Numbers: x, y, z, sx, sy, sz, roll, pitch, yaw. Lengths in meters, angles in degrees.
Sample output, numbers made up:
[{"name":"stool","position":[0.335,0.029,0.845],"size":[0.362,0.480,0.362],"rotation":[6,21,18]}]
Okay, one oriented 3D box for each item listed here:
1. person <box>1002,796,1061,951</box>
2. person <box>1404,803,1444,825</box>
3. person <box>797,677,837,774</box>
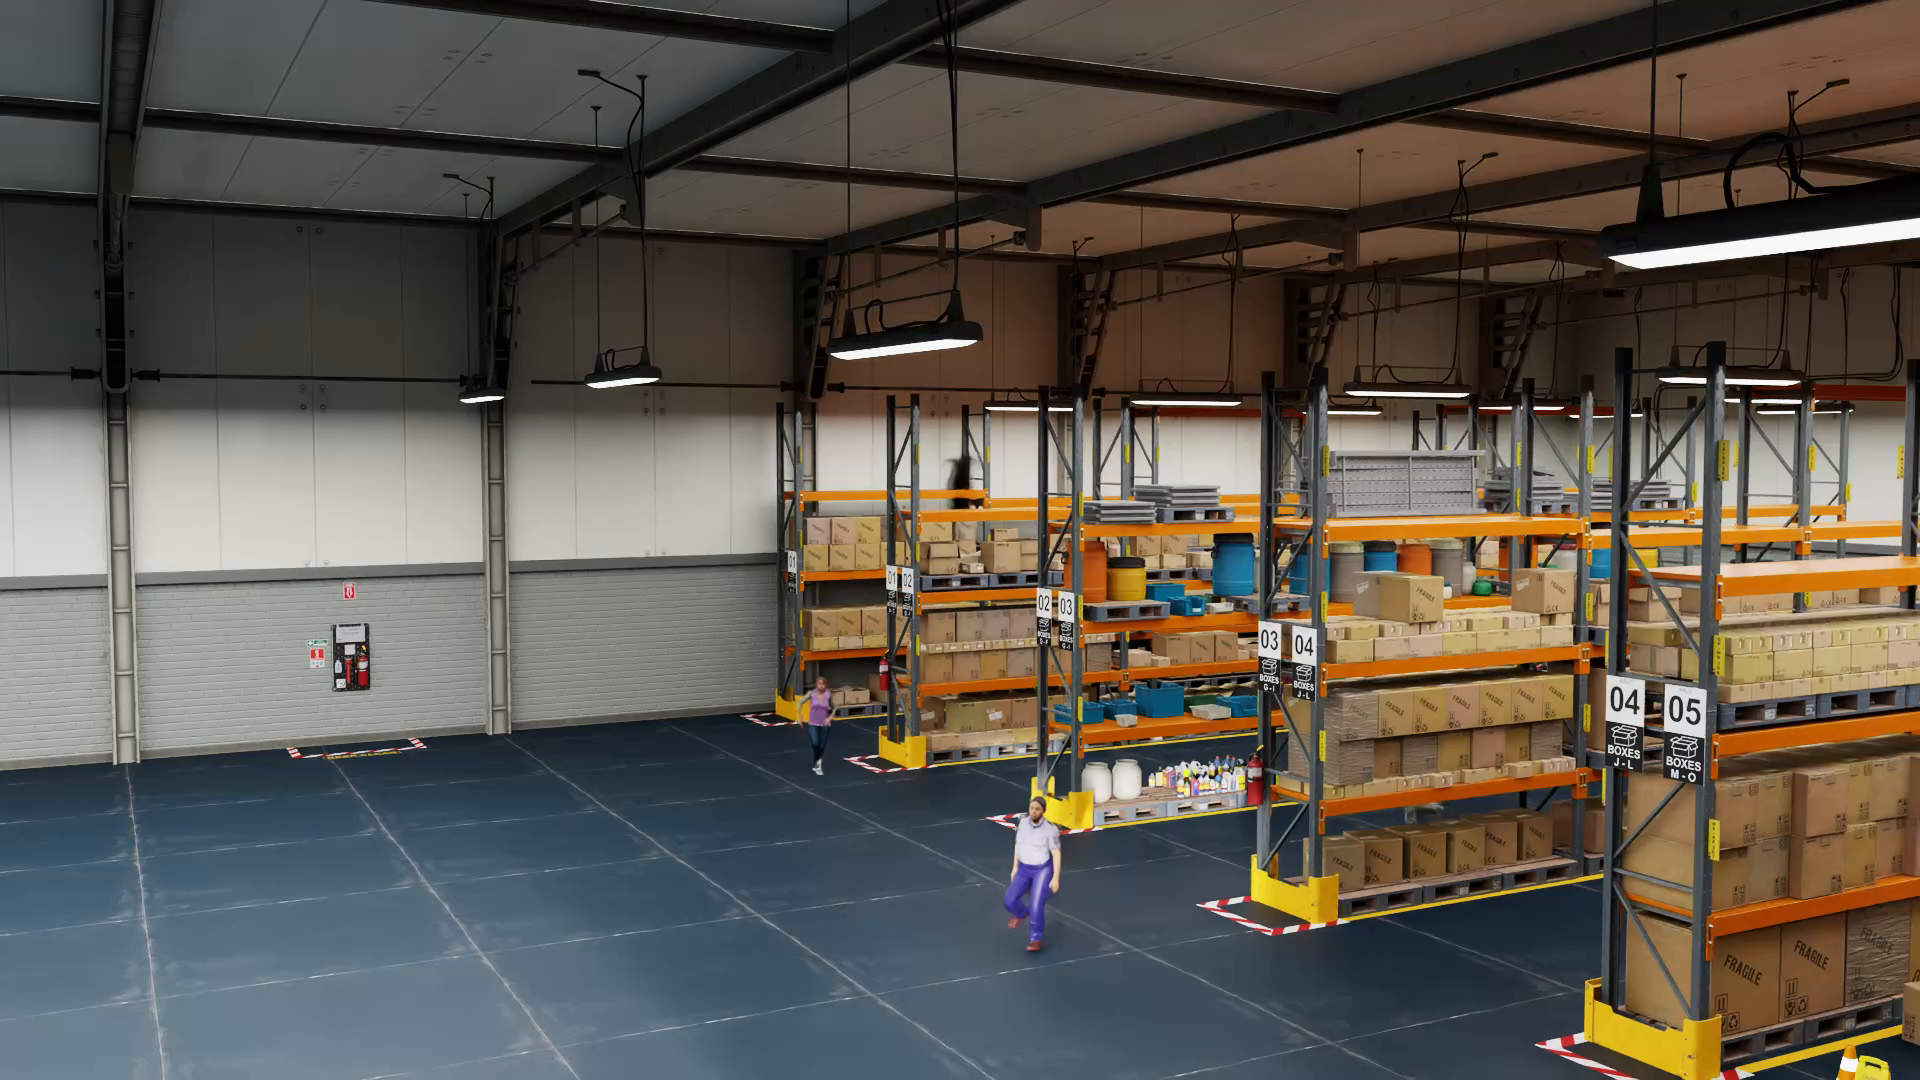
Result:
[{"name":"person","position":[0.739,3.389,17.151],"size":[0.758,1.583,0.541],"rotation":[2,4,32]},{"name":"person","position":[5.951,3.111,21.542],"size":[0.884,1.718,0.675],"rotation":[-2,4,-29]},{"name":"person","position":[-2.236,2.910,26.090],"size":[0.620,1.557,0.551],"rotation":[0,3,-8]}]
